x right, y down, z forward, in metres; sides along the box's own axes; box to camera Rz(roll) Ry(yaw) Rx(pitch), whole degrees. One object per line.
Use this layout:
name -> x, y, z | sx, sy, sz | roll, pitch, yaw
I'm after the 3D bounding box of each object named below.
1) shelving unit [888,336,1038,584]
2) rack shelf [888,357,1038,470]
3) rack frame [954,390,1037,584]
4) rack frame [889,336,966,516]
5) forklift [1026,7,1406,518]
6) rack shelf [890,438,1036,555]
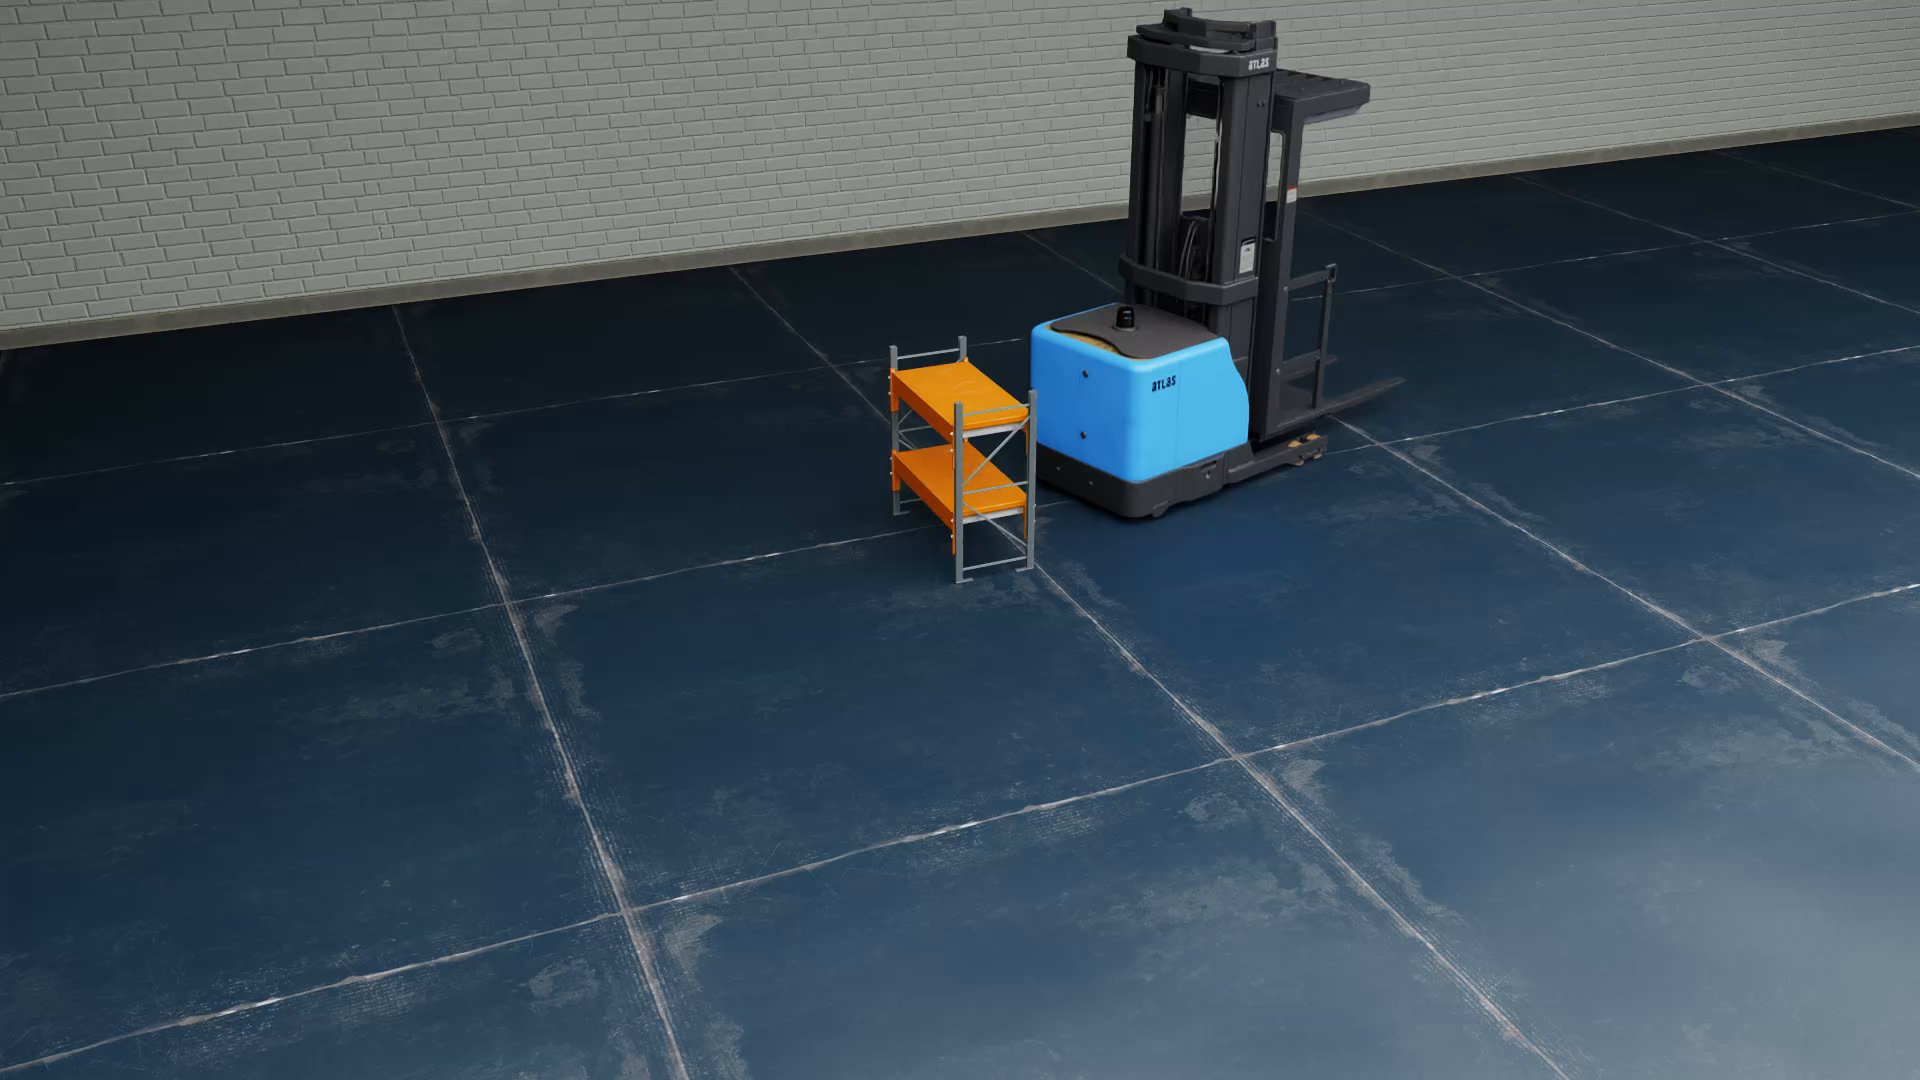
shelving unit -> 0.003, -0.503, 9.998 | 0.538, 1.125, 1.048 | -11, 28, -21
rack shelf -> 0.003, -0.766, 9.869 | 0.538, 0.278, 1.000 | -11, 28, -21
rack frame -> 0.202, -0.298, 9.577 | 0.500, 1.125, 0.032 | -11, 28, -21
rack frame -> -0.196, -0.708, 10.418 | 0.500, 1.125, 0.032 | -11, 28, -21
forklift -> 1.890, -1.976, 10.957 | 3.031, 2.935, 1.130 | -20, 33, -36
rack shelf -> 0.003, -0.283, 10.105 | 0.538, 0.278, 1.000 | -11, 28, -21
